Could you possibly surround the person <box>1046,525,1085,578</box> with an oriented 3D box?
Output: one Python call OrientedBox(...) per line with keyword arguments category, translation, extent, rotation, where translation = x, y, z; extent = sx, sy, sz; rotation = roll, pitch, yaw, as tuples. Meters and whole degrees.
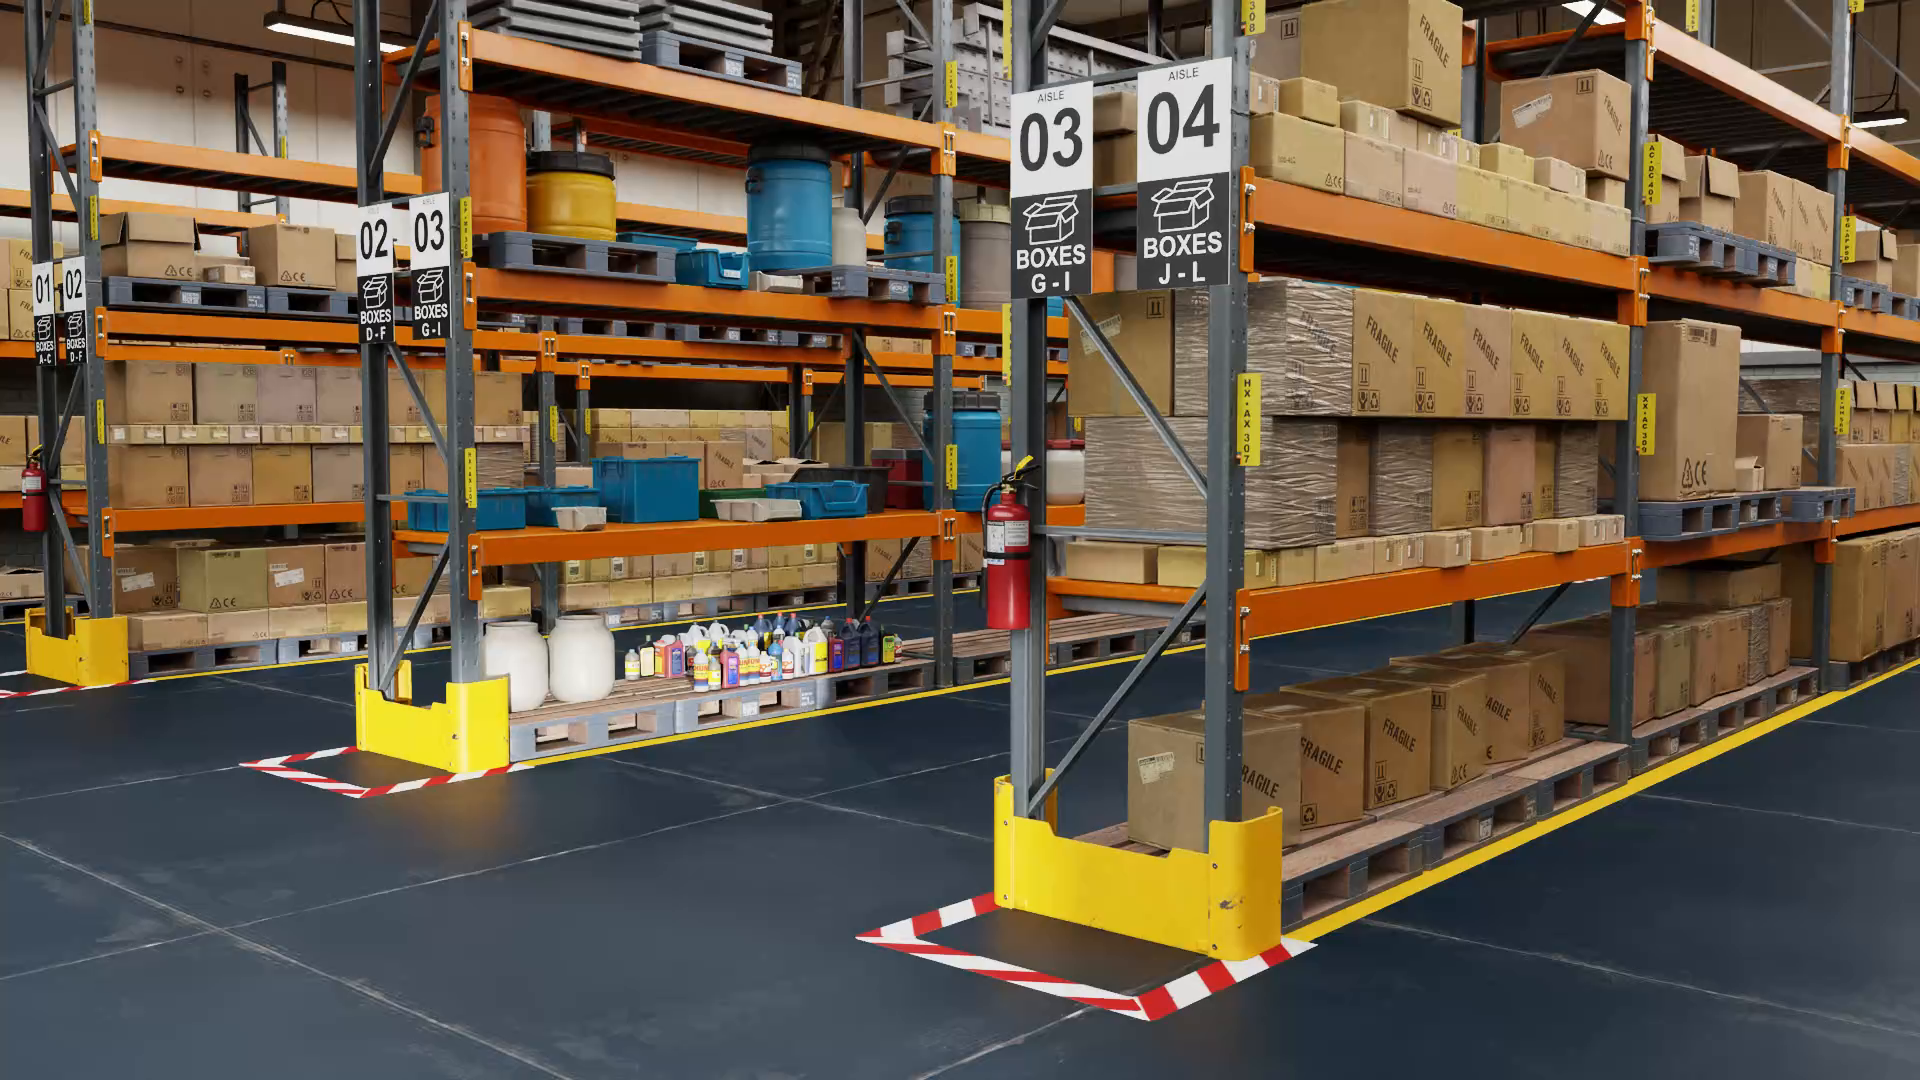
OrientedBox(category="person", translation=(1.047, -0.075, 17.459), extent=(0.460, 1.687, 0.556), rotation=(3, 5, 41))
